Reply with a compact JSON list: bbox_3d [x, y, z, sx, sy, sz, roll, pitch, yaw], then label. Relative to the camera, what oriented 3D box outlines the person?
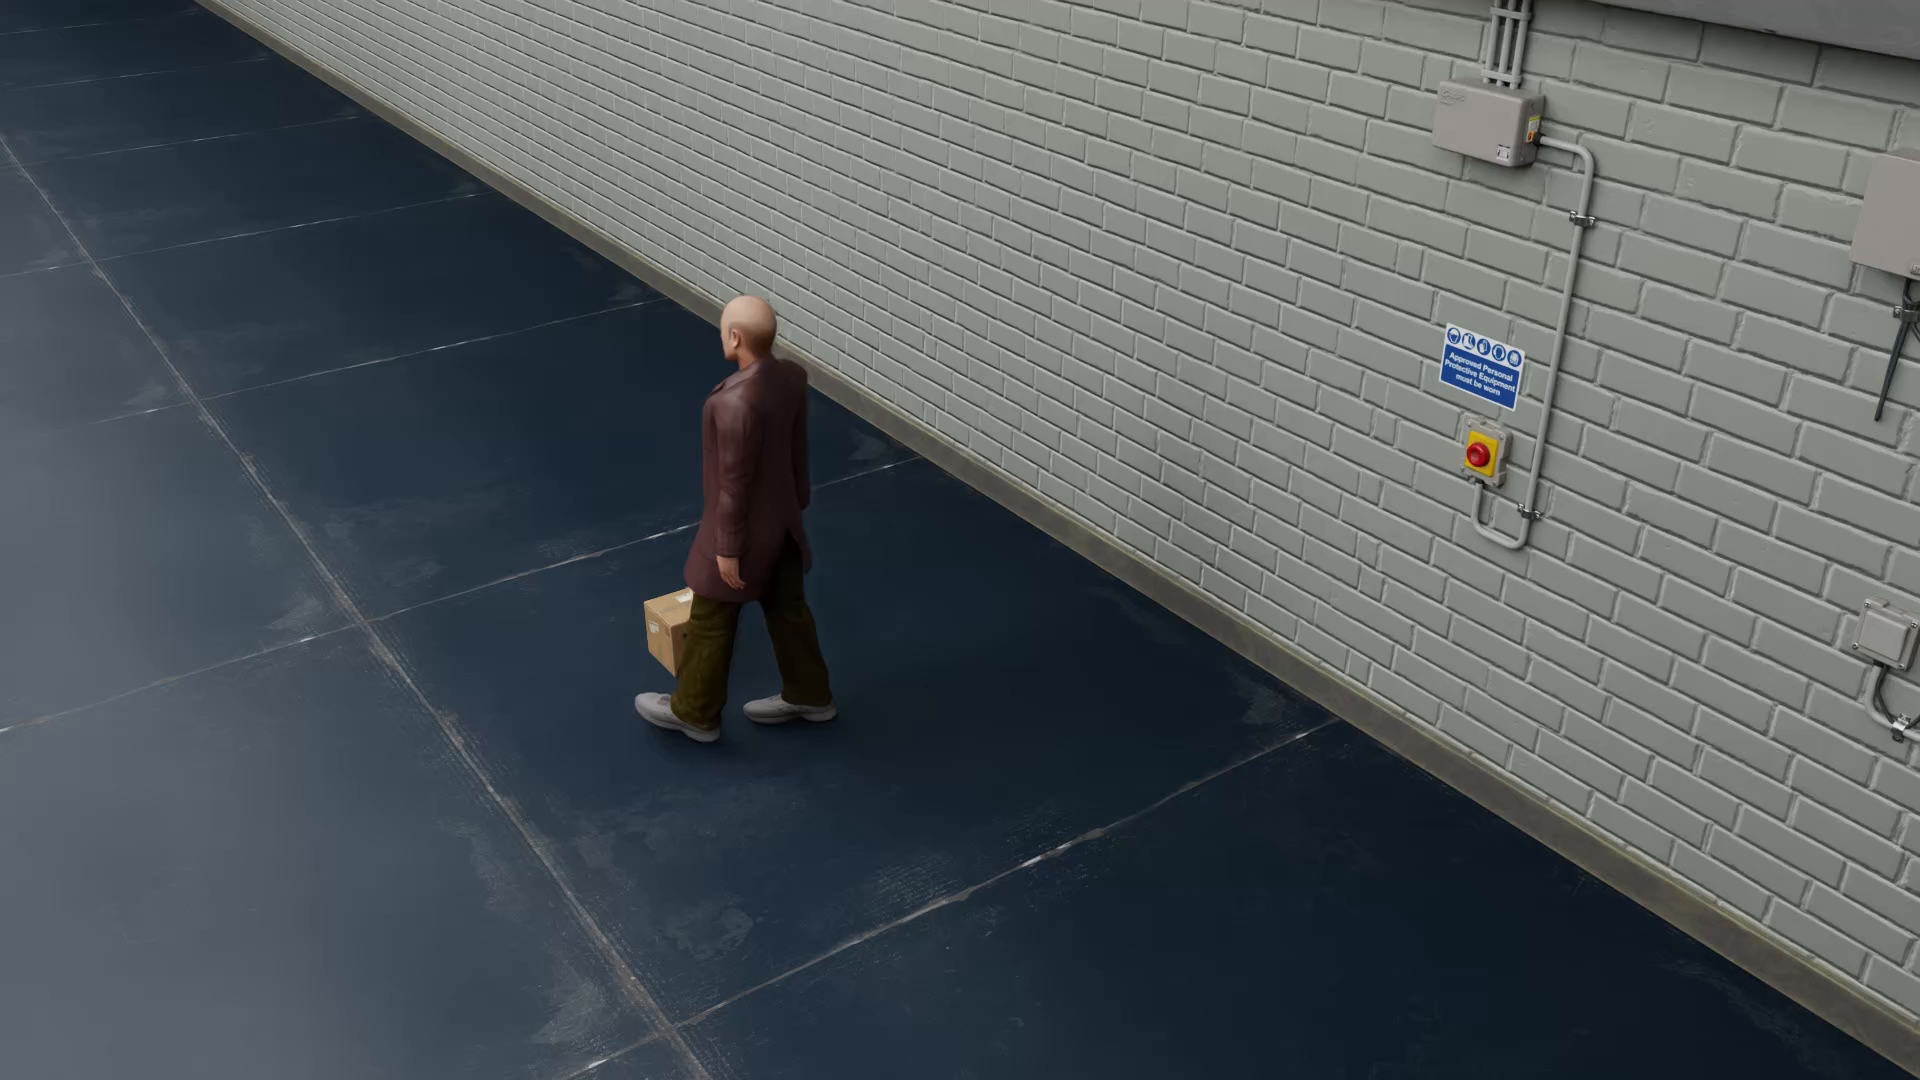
[{"bbox_3d":[-0.877,-0.071,6.262,0.726,1.779,0.601,11,30,19],"label":"person"}]
